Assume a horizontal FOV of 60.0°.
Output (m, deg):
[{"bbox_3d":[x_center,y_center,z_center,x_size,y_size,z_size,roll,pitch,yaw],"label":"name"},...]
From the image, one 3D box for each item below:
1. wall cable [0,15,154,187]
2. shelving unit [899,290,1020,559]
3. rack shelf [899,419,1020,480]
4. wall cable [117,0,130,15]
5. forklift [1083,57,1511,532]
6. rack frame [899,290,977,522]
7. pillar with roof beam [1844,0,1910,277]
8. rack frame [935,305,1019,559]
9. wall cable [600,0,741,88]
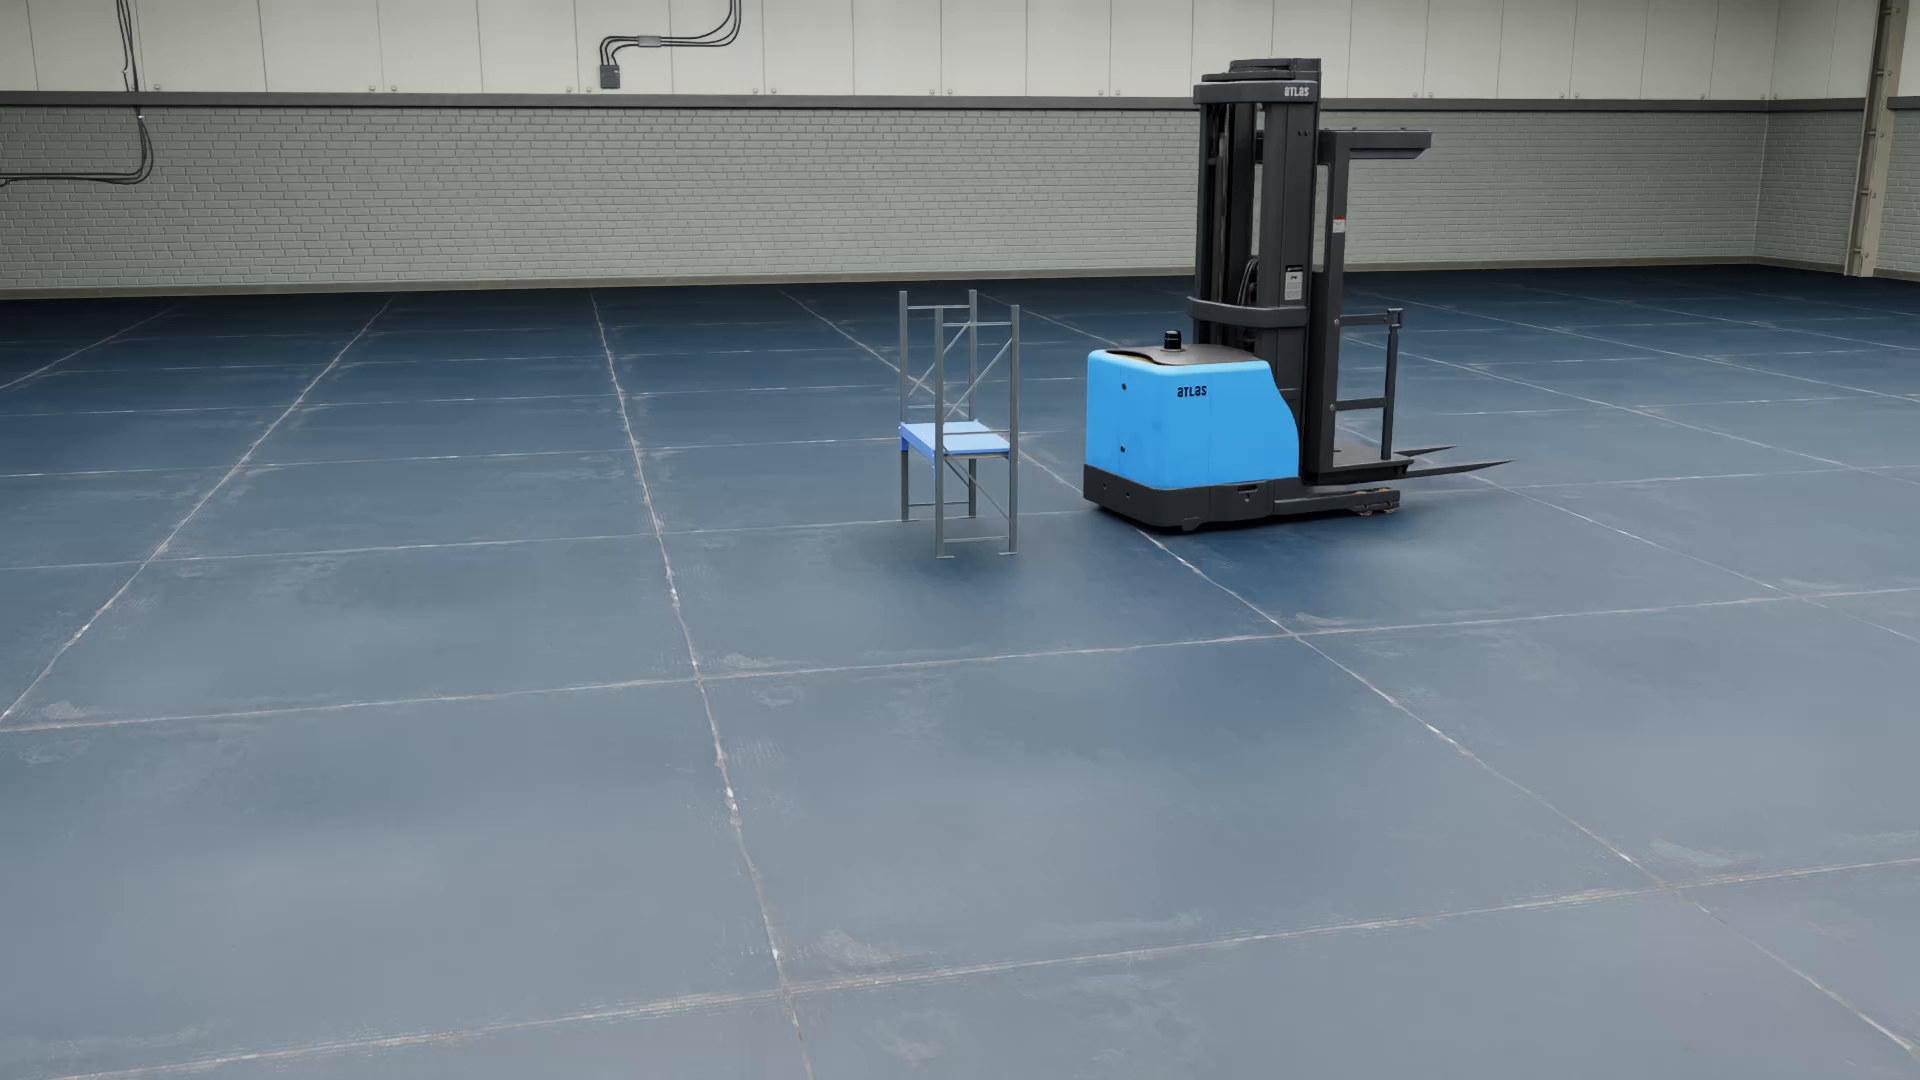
[{"bbox_3d":[-13.907,-6.599,25.018,3.097,2.526,0.112,-3,14,-13],"label":"wall cable"},{"bbox_3d":[-0.020,-0.748,10.330,0.538,1.500,1.048,-3,14,-13],"label":"shelving unit"},{"bbox_3d":[-0.020,-0.574,10.372,0.538,0.185,1.000,-3,14,-13],"label":"rack shelf"},{"bbox_3d":[-11.277,-9.203,25.036,3.097,2.526,0.112,-3,14,-13],"label":"wall cable"},{"bbox_3d":[2.396,-1.691,11.172,3.031,2.935,1.130,-6,15,-24],"label":"forklift"},{"bbox_3d":[-0.139,-0.866,10.810,0.500,1.500,0.032,-3,14,-13],"label":"rack frame"},{"bbox_3d":[11.934,-8.870,27.770,9.100,9.000,0.400,-3,14,-13],"label":"pillar with roof beam"},{"bbox_3d":[0.099,-0.631,9.850,0.500,1.500,0.032,-3,14,-13],"label":"rack frame"},{"bbox_3d":[-4.675,-10.285,26.397,2.305,6.003,0.169,-3,14,-13],"label":"wall cable"}]
